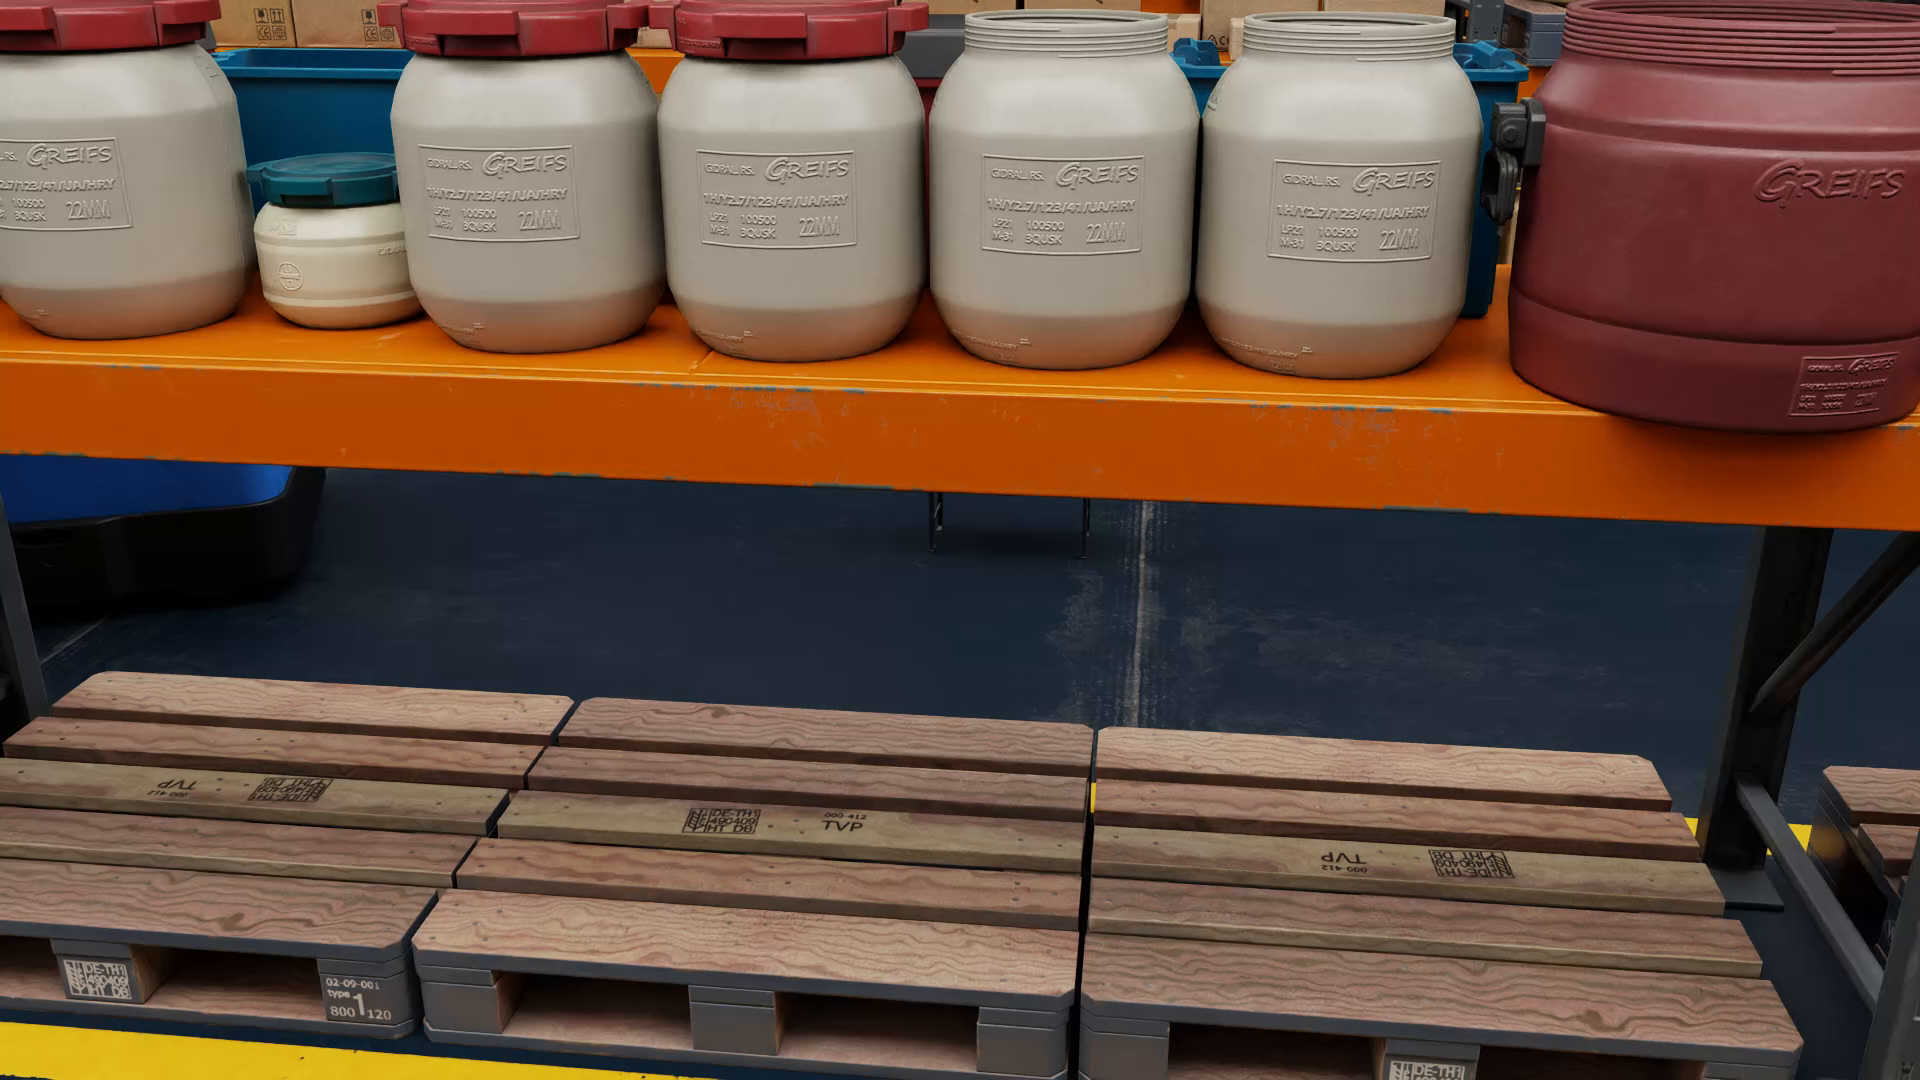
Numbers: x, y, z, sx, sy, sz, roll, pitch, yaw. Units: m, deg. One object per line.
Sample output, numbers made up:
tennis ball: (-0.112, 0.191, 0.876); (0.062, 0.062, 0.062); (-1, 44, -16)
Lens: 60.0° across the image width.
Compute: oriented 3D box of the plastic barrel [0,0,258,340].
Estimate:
plastic barrel: (-1.422, -0.634, 2.780); (0.433, 0.535, 0.433); (0, 22, 0)

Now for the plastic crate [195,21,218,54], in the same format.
plastic crate: (-1.829, -0.813, 3.330); (0.583, 0.464, 0.402); (2, 22, 6)

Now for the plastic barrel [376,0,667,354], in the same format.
plastic barrel: (-0.693, -0.603, 2.699); (0.433, 0.535, 0.433); (0, 22, 0)

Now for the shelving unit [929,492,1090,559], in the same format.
shelving unit: (0.164, -0.551, 5.201); (0.503, 1.200, 0.258); (2, 22, 6)

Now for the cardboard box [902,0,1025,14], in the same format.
cardboard box: (0.022, -2.464, 7.456); (0.500, 0.500, 0.500); (3, 22, 6)

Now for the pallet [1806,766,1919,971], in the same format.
pallet: (2.414, 0.796, 3.139); (1.213, 0.211, 1.003); (2, 22, 6)

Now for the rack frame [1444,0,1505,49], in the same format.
rack frame: (2.213, -2.328, 7.248); (0.127, 3.000, 1.000); (2, 22, 6)

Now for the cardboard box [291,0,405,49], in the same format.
cardboard box: (-2.726, -2.585, 7.762); (0.500, 0.500, 0.700); (2, 22, 6)

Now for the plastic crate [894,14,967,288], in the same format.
plastic crate: (0.057, -0.731, 3.122); (0.583, 0.464, 0.402); (2, 22, 6)

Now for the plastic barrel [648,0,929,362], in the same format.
plastic barrel: (-0.264, -0.584, 2.652); (0.433, 0.535, 0.433); (0, 22, 0)

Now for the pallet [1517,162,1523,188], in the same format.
pallet: (3.566, -2.778, 12.180); (1.213, 0.211, 1.003); (2, 22, 6)

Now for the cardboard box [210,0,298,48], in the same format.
cardboard box: (-3.223, -2.608, 7.821); (0.500, 0.500, 0.700); (3, 22, 7)

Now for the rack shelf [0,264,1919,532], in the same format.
rack shelf: (-0.360, -0.272, 3.025); (4.000, 0.370, 1.077); (2, 22, 6)

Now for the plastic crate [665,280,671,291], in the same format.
plastic crate: (-0.584, -0.622, 3.221); (0.662, 0.188, 0.450); (2, 22, 6)

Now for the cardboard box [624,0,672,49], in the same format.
cardboard box: (-1.266, -2.426, 7.700); (0.500, 0.250, 0.500); (4, 22, 10)

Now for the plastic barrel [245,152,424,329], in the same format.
plastic barrel: (-1.050, -0.515, 2.851); (0.301, 0.262, 0.301); (0, 22, 0)

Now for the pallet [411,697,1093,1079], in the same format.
pallet: (-0.347, 0.676, 3.443); (1.213, 0.211, 1.003); (2, 22, 6)

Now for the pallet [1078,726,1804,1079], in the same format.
pallet: (0.861, 0.729, 3.308); (1.213, 0.211, 1.003); (2, 22, 6)

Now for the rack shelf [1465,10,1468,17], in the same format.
rack shelf: (4.778, -3.716, 11.737); (4.000, 0.370, 1.077); (2, 22, 6)

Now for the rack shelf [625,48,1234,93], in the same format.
rack shelf: (0.226, -2.080, 7.599); (4.000, 0.370, 1.077); (2, 22, 6)

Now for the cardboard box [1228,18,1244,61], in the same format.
cardboard box: (1.287, -2.149, 7.138); (0.250, 0.149, 0.380); (2, 22, 6)

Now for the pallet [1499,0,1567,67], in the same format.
pallet: (2.894, -2.235, 7.274); (1.003, 0.211, 1.213); (2, 22, 6)

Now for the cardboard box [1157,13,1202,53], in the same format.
cardboard box: (0.940, -2.246, 7.382); (0.250, 0.149, 0.380); (4, 22, 10)

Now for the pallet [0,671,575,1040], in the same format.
pallet: (-1.562, 0.624, 3.575); (1.213, 0.211, 1.003); (2, 22, 6)

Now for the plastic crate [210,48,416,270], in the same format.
plastic crate: (-1.214, -0.751, 3.281); (0.575, 0.384, 0.392); (2, 22, 6)

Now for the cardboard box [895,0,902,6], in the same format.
cardboard box: (-0.476, -2.486, 7.511); (0.500, 0.500, 0.500); (4, 22, 10)

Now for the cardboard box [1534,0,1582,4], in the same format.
cardboard box: (2.851, -2.584, 7.188); (0.500, 0.500, 0.700); (-5, 22, -12)

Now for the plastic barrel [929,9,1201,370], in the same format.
plastic barrel: (0.161, -0.556, 2.615); (0.421, 0.512, 0.421); (0, 22, 0)

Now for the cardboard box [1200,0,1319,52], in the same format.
cardboard box: (1.347, -2.396, 7.541); (0.500, 0.311, 0.500); (2, 22, 6)

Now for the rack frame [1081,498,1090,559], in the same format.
rack frame: (0.407, -0.540, 5.174); (0.015, 1.200, 0.240); (2, 22, 6)

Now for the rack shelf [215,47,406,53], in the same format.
rack shelf: (-3.746, -2.253, 8.037); (4.000, 0.370, 1.077); (2, 22, 6)

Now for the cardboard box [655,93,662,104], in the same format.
cardboard box: (-2.216, -3.382, 12.716); (0.500, 0.500, 0.500); (1, 22, 2)

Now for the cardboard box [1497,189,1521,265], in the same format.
cardboard box: (2.631, -1.246, 7.313); (0.500, 0.500, 0.500); (3, 22, 9)

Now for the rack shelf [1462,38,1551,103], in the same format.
rack shelf: (4.199, -1.907, 7.162); (4.000, 0.370, 1.077); (2, 22, 6)

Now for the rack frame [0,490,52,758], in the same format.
rack frame: (-2.346, -0.693, 3.112); (0.127, 3.000, 1.000); (2, 22, 6)

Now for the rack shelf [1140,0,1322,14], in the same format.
rack shelf: (0.806, -3.889, 12.175); (4.000, 0.370, 1.077); (2, 22, 6)

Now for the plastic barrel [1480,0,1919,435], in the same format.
plastic barrel: (1.129, -0.492, 2.420); (0.708, 0.536, 0.600); (2, 22, 6)

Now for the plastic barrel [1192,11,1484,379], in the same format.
plastic barrel: (0.579, -0.538, 2.569); (0.421, 0.512, 0.421); (0, 22, 0)

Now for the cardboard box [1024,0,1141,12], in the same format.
cardboard box: (0.544, -2.441, 7.398); (0.500, 0.500, 0.500); (1, 22, 3)

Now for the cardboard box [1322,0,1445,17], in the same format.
cardboard box: (1.856, -2.318, 7.345); (0.500, 0.311, 0.500); (4, 22, 10)

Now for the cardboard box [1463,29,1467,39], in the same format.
cardboard box: (3.507, -3.253, 11.940); (0.750, 0.750, 0.750); (2, 22, 6)

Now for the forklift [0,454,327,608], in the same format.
forklift: (-3.576, -1.231, 4.566); (3.031, 2.935, 1.130); (-5, 22, -13)

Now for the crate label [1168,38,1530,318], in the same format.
crate label: (0.671, -0.678, 3.026); (0.616, 0.435, 0.502); (2, 22, 6)

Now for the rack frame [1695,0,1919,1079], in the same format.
rack frame: (1.626, -0.520, 2.674); (0.127, 3.000, 1.000); (2, 22, 6)

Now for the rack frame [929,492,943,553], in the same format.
rack frame: (-0.078, -0.561, 5.228); (0.015, 1.200, 0.240); (2, 22, 6)
